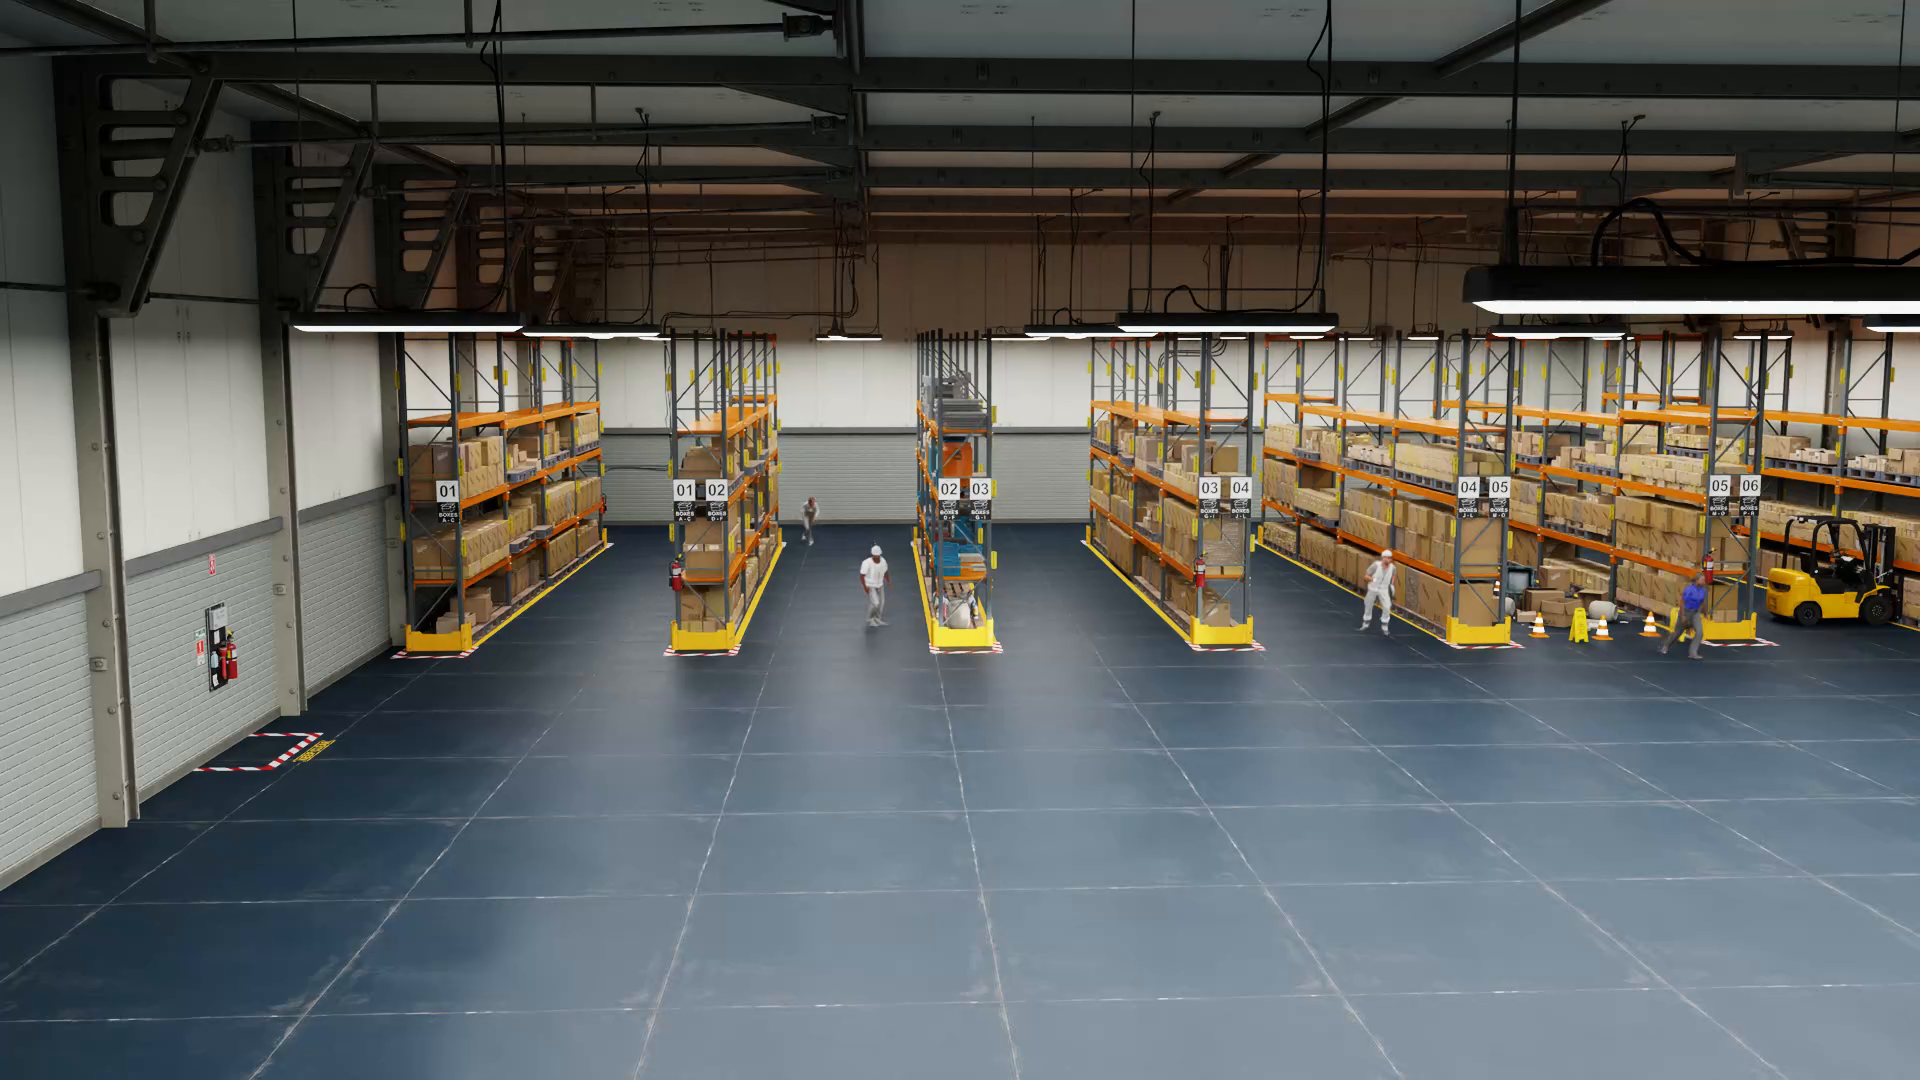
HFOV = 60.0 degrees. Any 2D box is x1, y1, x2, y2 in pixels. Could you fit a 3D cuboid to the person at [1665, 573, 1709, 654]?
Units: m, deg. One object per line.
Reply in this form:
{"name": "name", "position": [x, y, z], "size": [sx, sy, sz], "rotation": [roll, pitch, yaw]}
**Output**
{"name": "person", "position": [13.320, 1.322, 30.496], "size": [0.635, 1.524, 0.729], "rotation": [-3, 7, -22]}

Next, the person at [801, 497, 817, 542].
{"name": "person", "position": [-4.339, -0.619, 47.708], "size": [0.488, 1.316, 1.002], "rotation": [-2, 7, -15]}

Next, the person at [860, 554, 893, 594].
{"name": "person", "position": [-1.687, 0.609, 33.613], "size": [0.707, 0.969, 0.480], "rotation": [-6, 9, -42]}

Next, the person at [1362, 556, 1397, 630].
{"name": "person", "position": [8.306, 1.002, 32.884], "size": [0.646, 1.573, 0.696], "rotation": [1, 7, 8]}
